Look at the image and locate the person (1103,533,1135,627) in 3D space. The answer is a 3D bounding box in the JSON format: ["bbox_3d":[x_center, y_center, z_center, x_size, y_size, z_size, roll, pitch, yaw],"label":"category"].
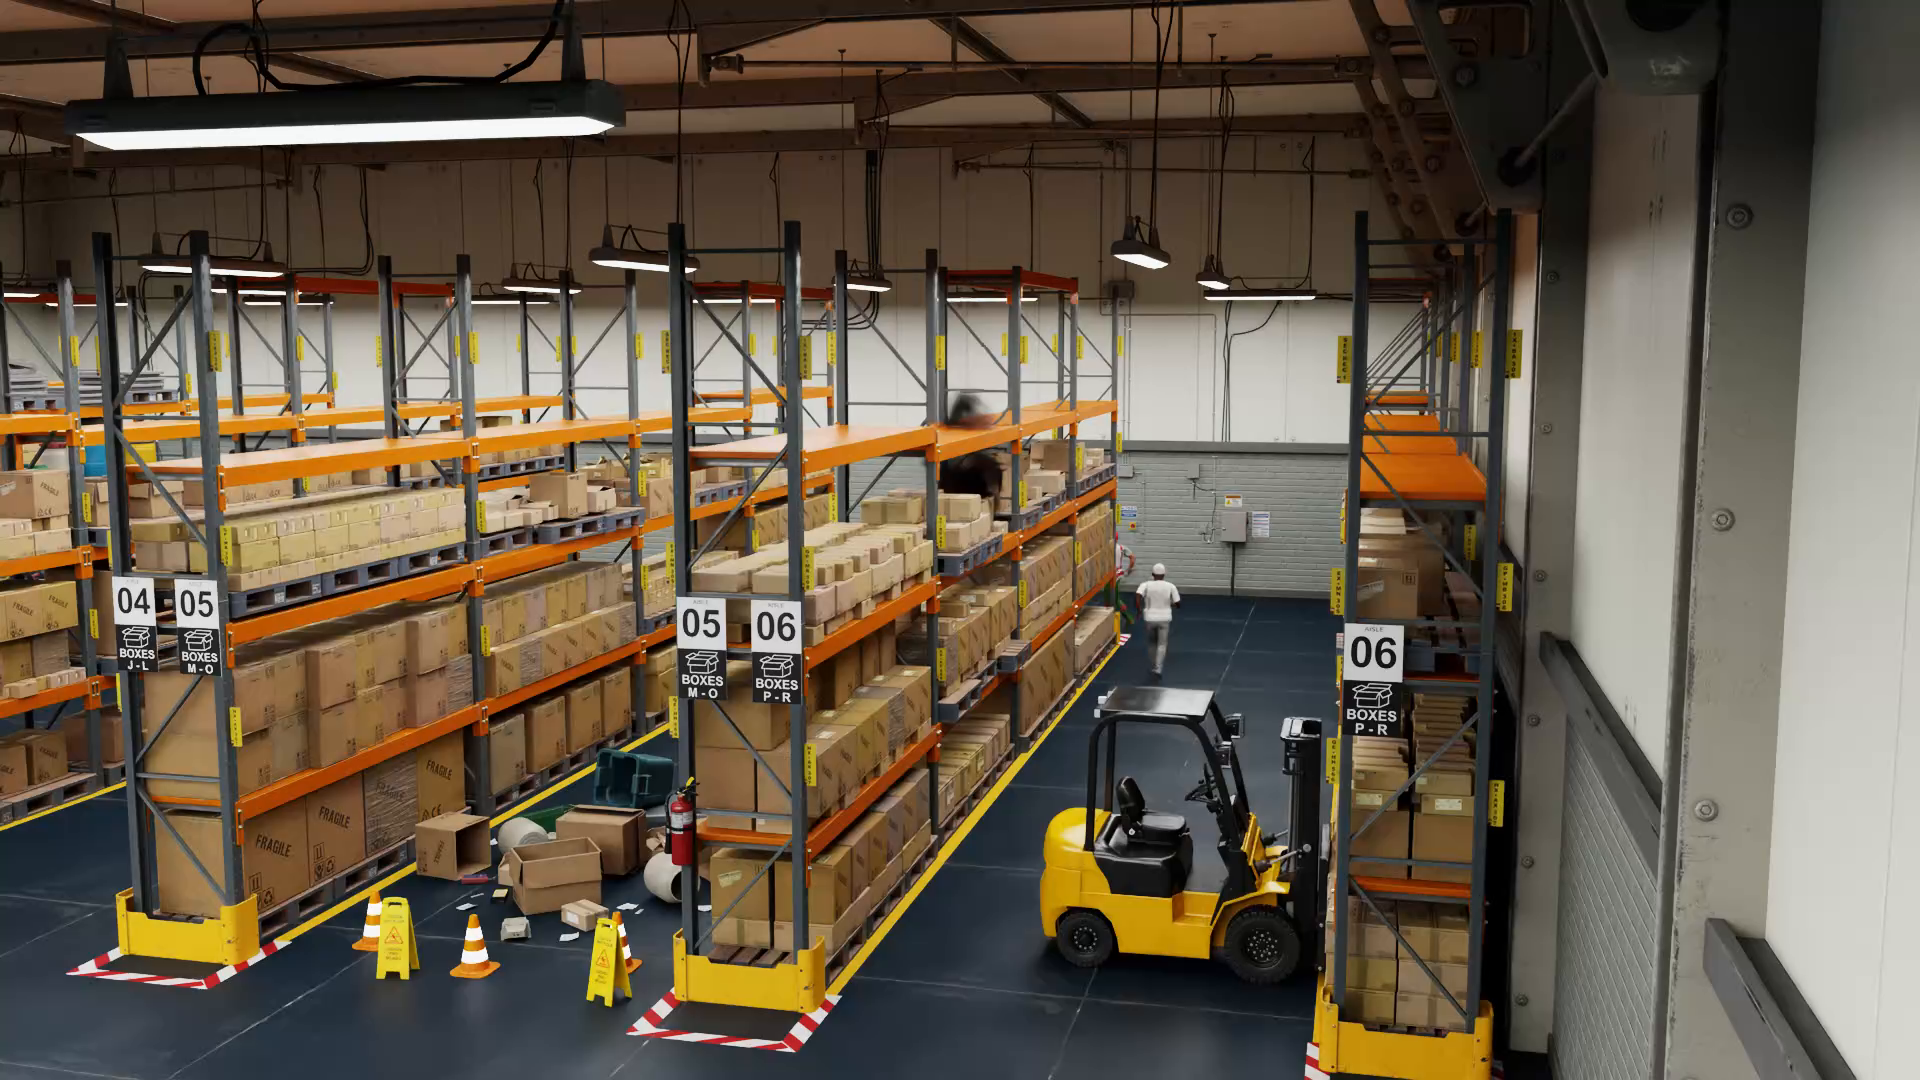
[{"bbox_3d":[2.659,0.686,29.419,0.693,1.775,0.893,-7,10,-44],"label":"person"}]

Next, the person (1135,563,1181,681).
[{"bbox_3d":[2.977,1.237,24.948,0.652,1.764,0.980,2,7,14],"label":"person"}]
